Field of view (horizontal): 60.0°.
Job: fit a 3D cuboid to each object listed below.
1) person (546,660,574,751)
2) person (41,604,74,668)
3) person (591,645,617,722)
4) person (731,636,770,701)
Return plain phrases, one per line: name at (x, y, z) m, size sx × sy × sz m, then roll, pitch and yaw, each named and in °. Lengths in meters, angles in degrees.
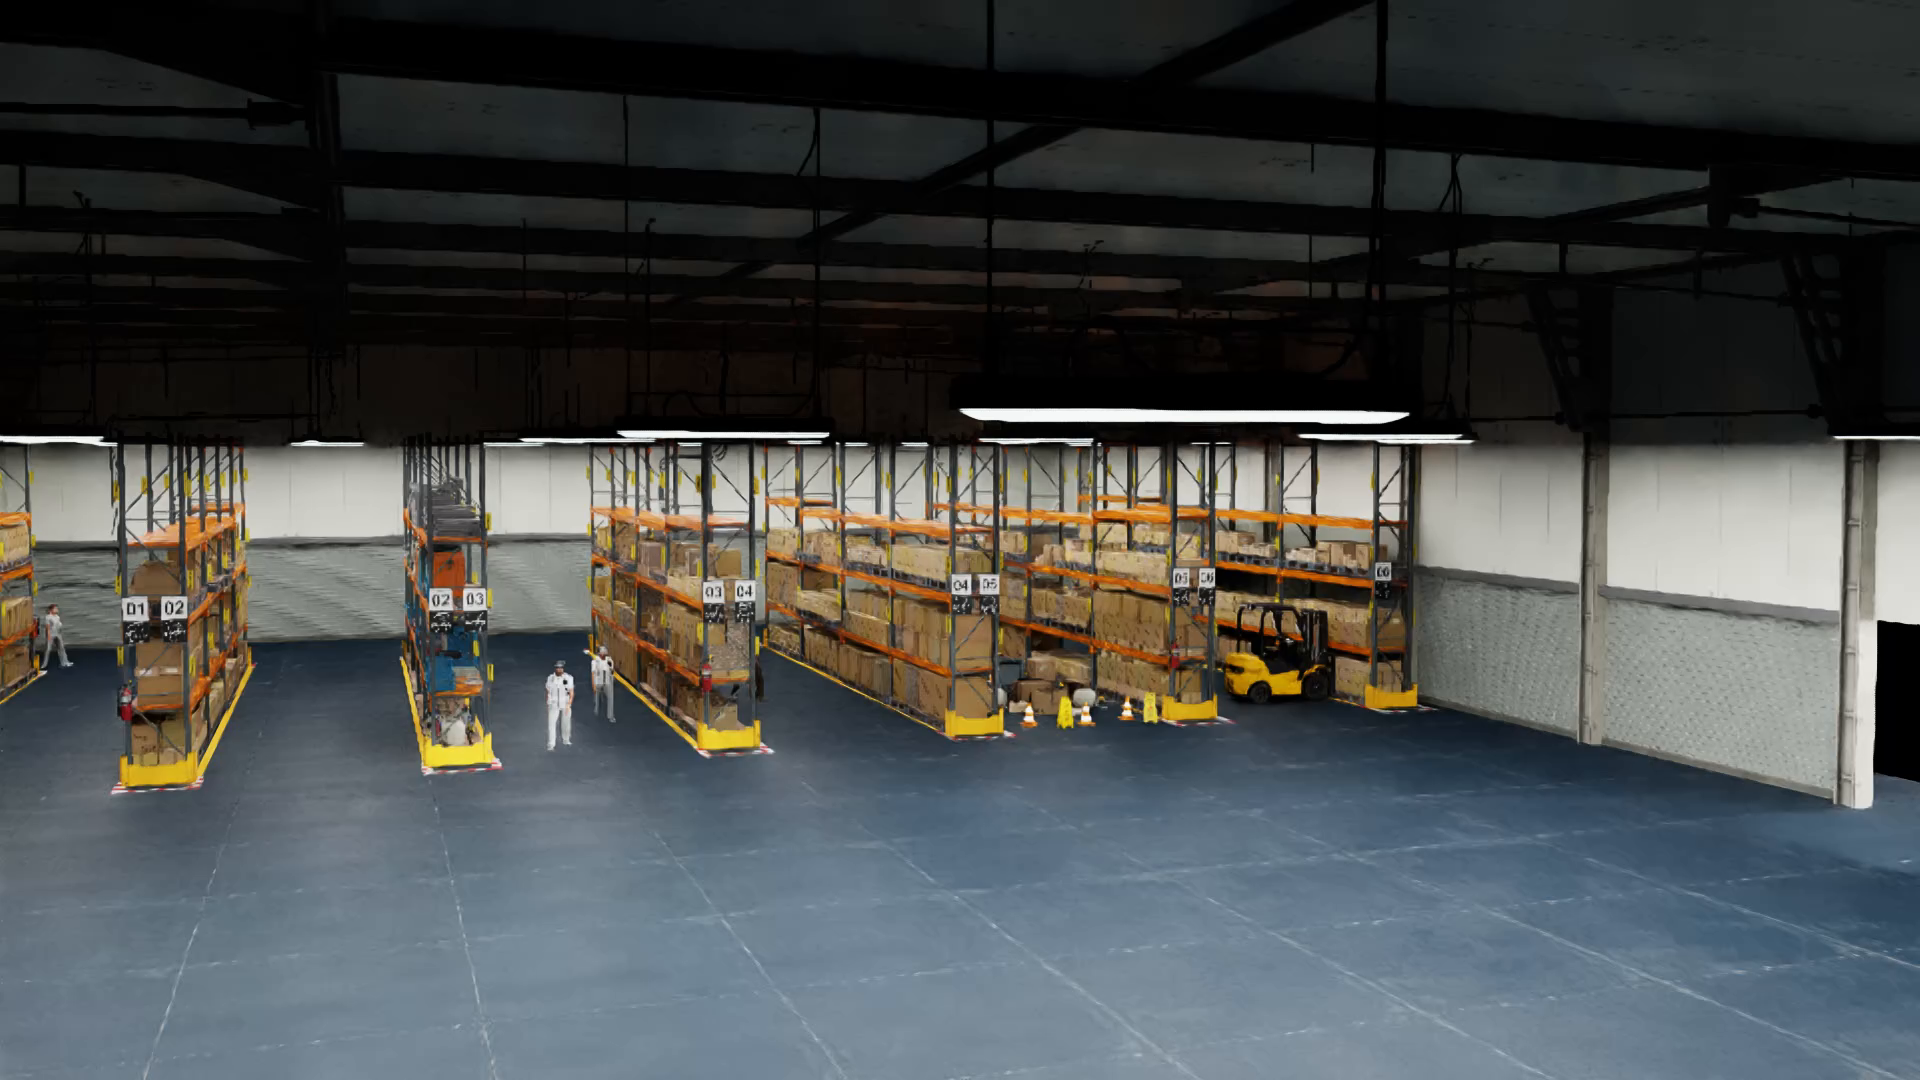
person at (-7.583, 3.103, 31.537) m, size 0.533 × 1.707 × 1.031 m, roll -1°, pitch 3°, yaw -11°
person at (-23.580, 2.483, 43.317) m, size 0.563 × 1.652 × 0.691 m, roll 1°, pitch 3°, yaw 17°
person at (-7.480, 2.987, 34.833) m, size 0.497 × 1.582 × 1.090 m, roll -1°, pitch 3°, yaw -18°
person at (-4.808, 2.772, 37.563) m, size 0.724 × 1.713 × 0.900 m, roll -2°, pitch 4°, yaw -36°
